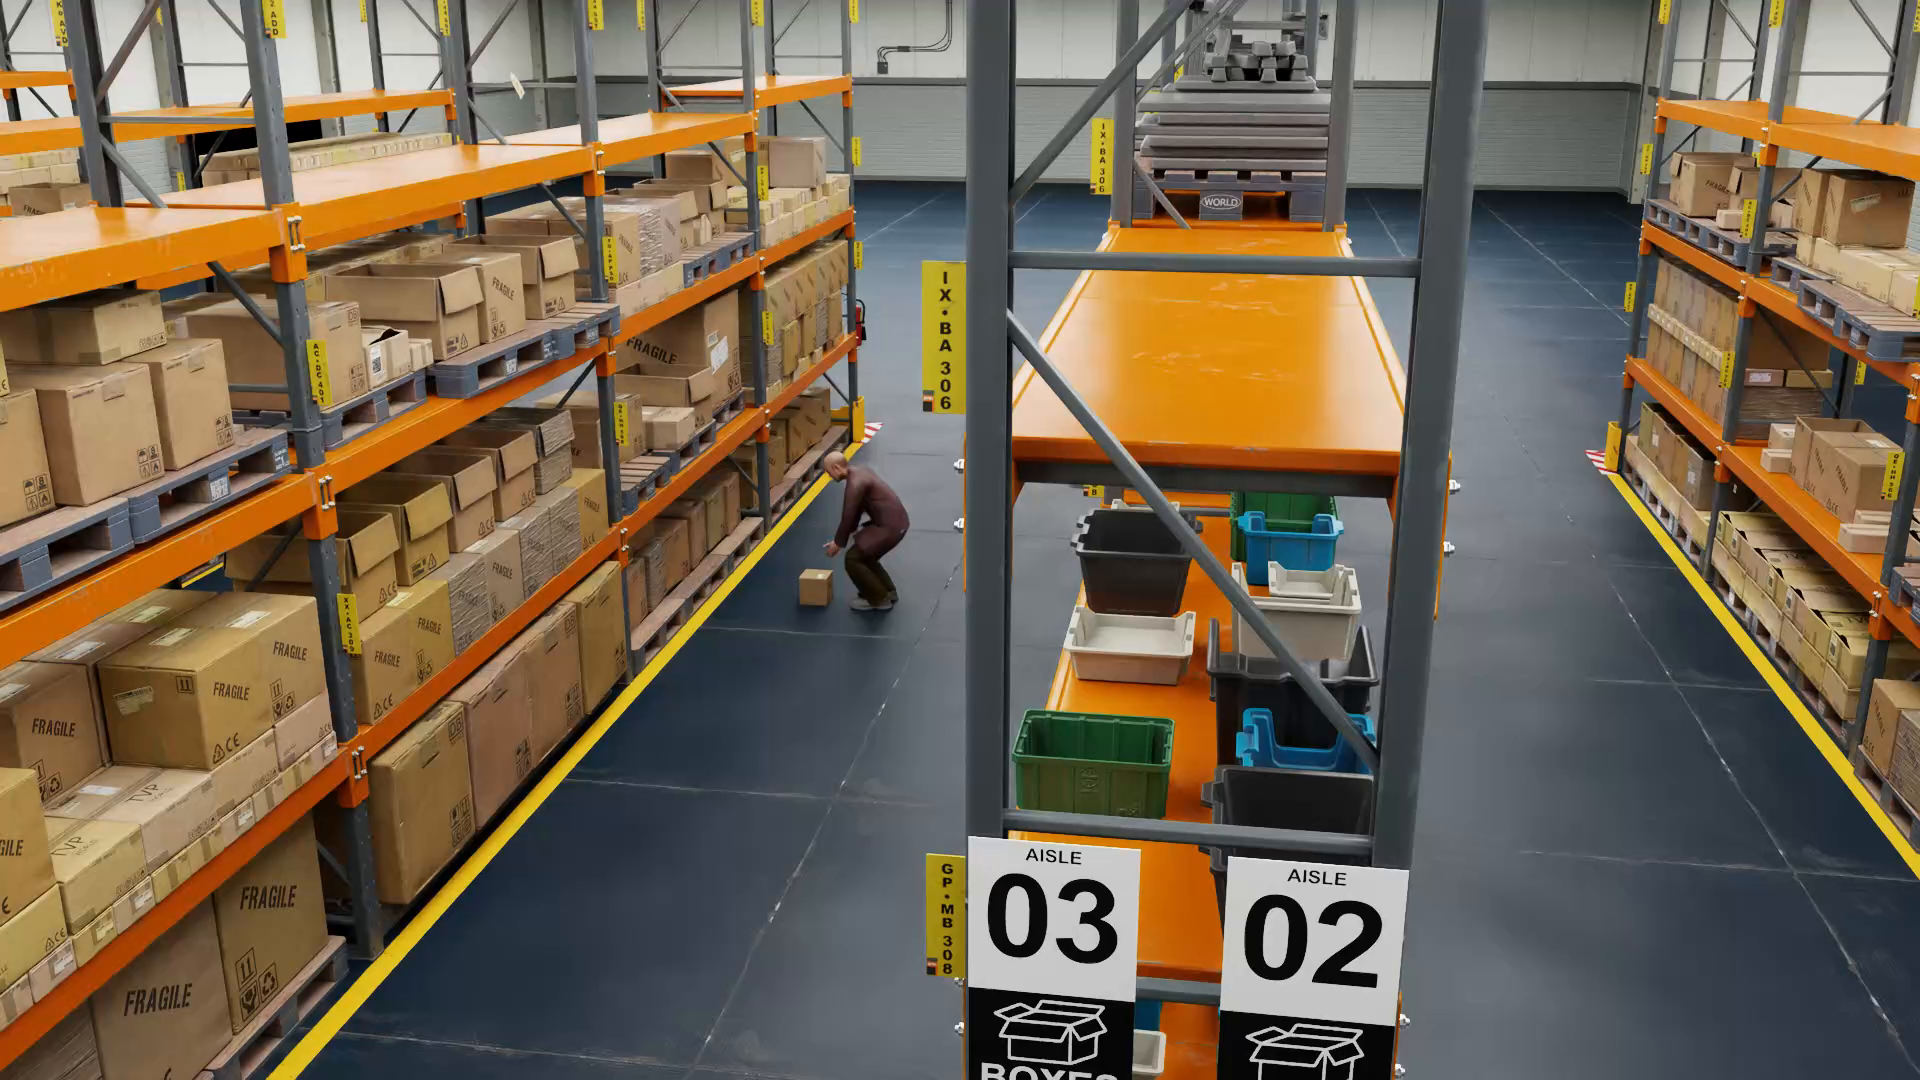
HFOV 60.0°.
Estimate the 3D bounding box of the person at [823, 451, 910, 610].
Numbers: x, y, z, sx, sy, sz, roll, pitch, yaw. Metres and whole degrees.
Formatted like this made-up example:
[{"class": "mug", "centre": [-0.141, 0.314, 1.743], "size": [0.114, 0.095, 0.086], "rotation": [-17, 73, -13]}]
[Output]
[{"class": "person", "centre": [-0.814, -0.088, 14.511], "size": [0.737, 1.393, 0.633], "rotation": [3, 18, 9]}]
